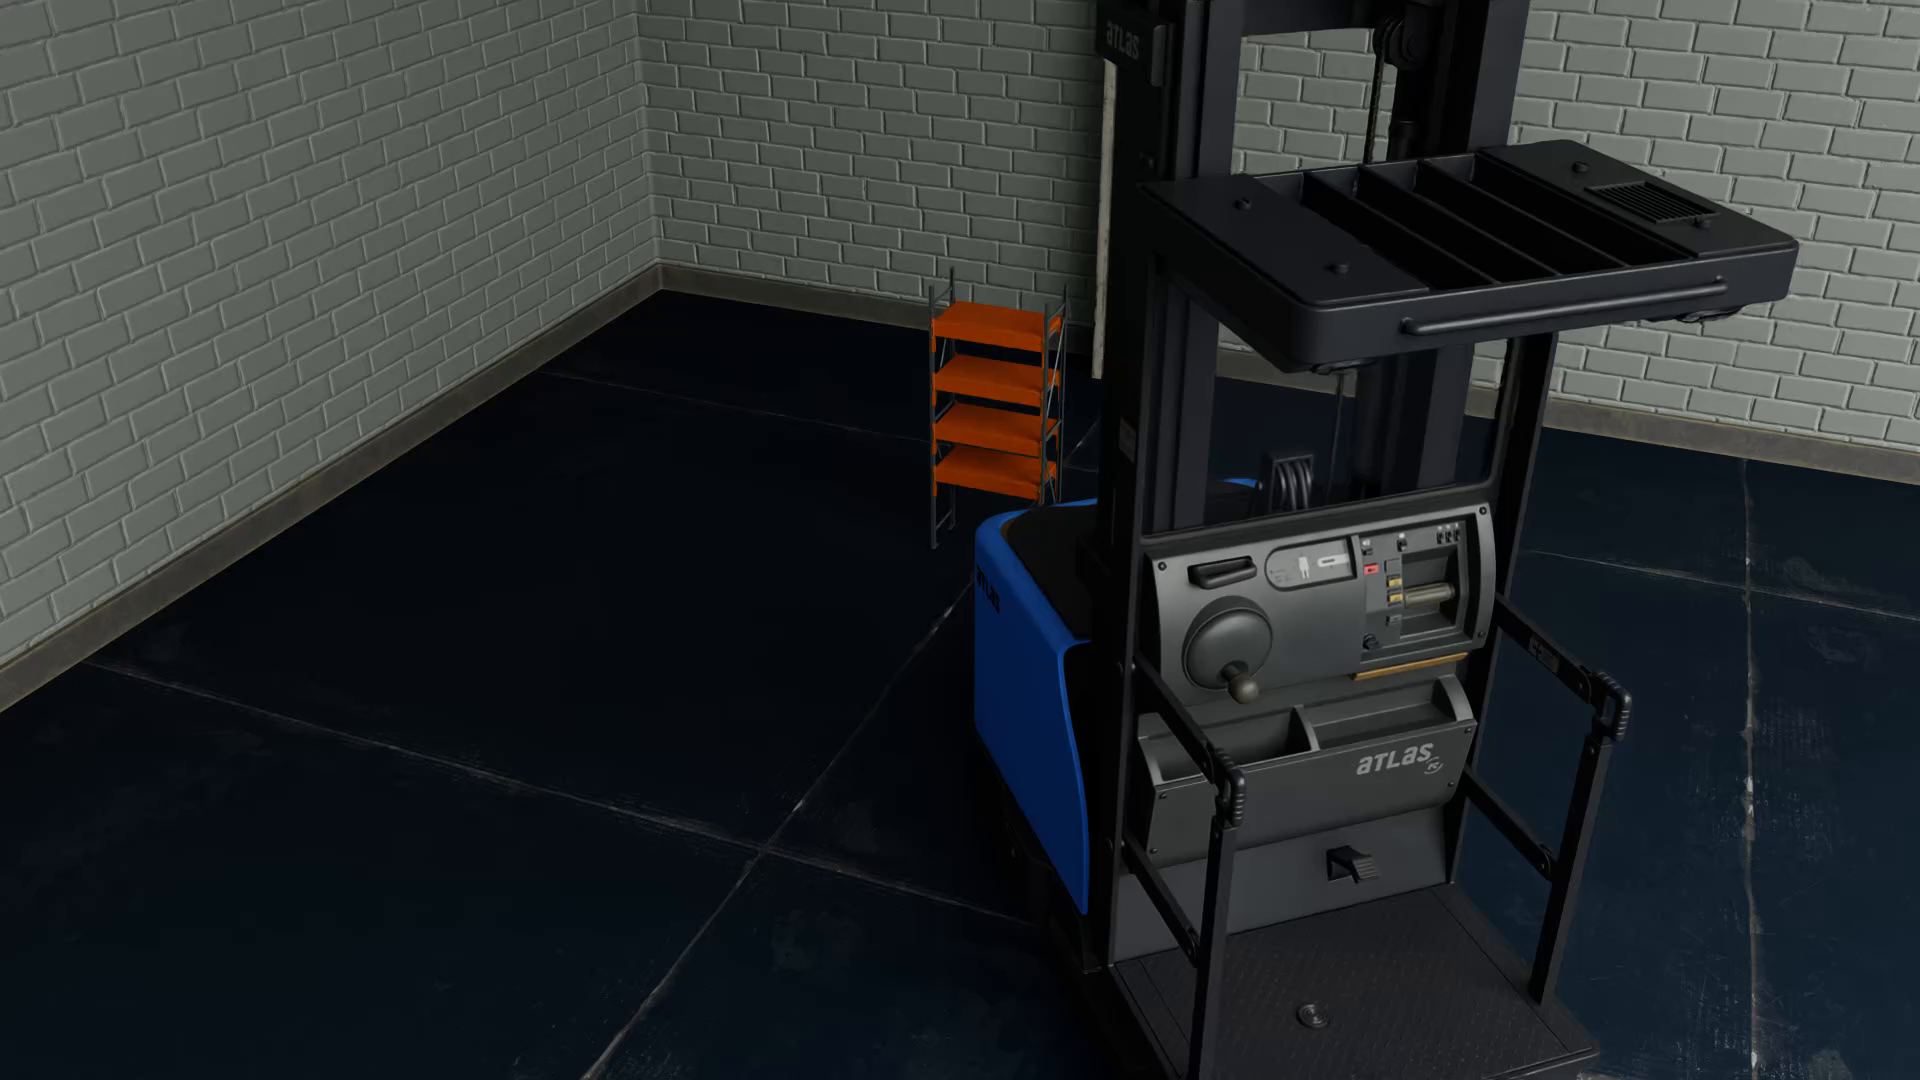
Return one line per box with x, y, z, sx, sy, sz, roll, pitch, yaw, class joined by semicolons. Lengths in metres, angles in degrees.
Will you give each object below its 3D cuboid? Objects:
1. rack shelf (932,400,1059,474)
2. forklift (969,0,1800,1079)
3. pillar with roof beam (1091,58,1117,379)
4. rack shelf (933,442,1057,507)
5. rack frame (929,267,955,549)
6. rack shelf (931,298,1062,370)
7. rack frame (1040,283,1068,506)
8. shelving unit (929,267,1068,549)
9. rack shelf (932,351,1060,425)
0.153;-0.433;6.934;0.480;0.148;0.258;11;31;19;rack shelf
0.974;0.197;3.924;1.130;2.935;3.031;-9;31;-16;forklift
-0.688;-2.845;3.139;0.400;9.000;9.100;11;31;19;pillar with roof beam
0.153;-0.260;7.031;0.480;0.148;0.258;11;31;19;rack shelf
-0.073;-0.537;6.980;0.015;1.200;0.240;11;31;19;rack frame
0.153;-0.834;6.707;0.480;0.148;0.258;11;31;19;rack shelf
0.379;-0.447;6.821;0.015;1.200;0.240;11;31;19;rack frame
0.153;-0.492;6.901;0.503;1.200;0.258;11;31;19;shelving unit
0.153;-0.628;6.824;0.480;0.148;0.258;11;31;19;rack shelf
